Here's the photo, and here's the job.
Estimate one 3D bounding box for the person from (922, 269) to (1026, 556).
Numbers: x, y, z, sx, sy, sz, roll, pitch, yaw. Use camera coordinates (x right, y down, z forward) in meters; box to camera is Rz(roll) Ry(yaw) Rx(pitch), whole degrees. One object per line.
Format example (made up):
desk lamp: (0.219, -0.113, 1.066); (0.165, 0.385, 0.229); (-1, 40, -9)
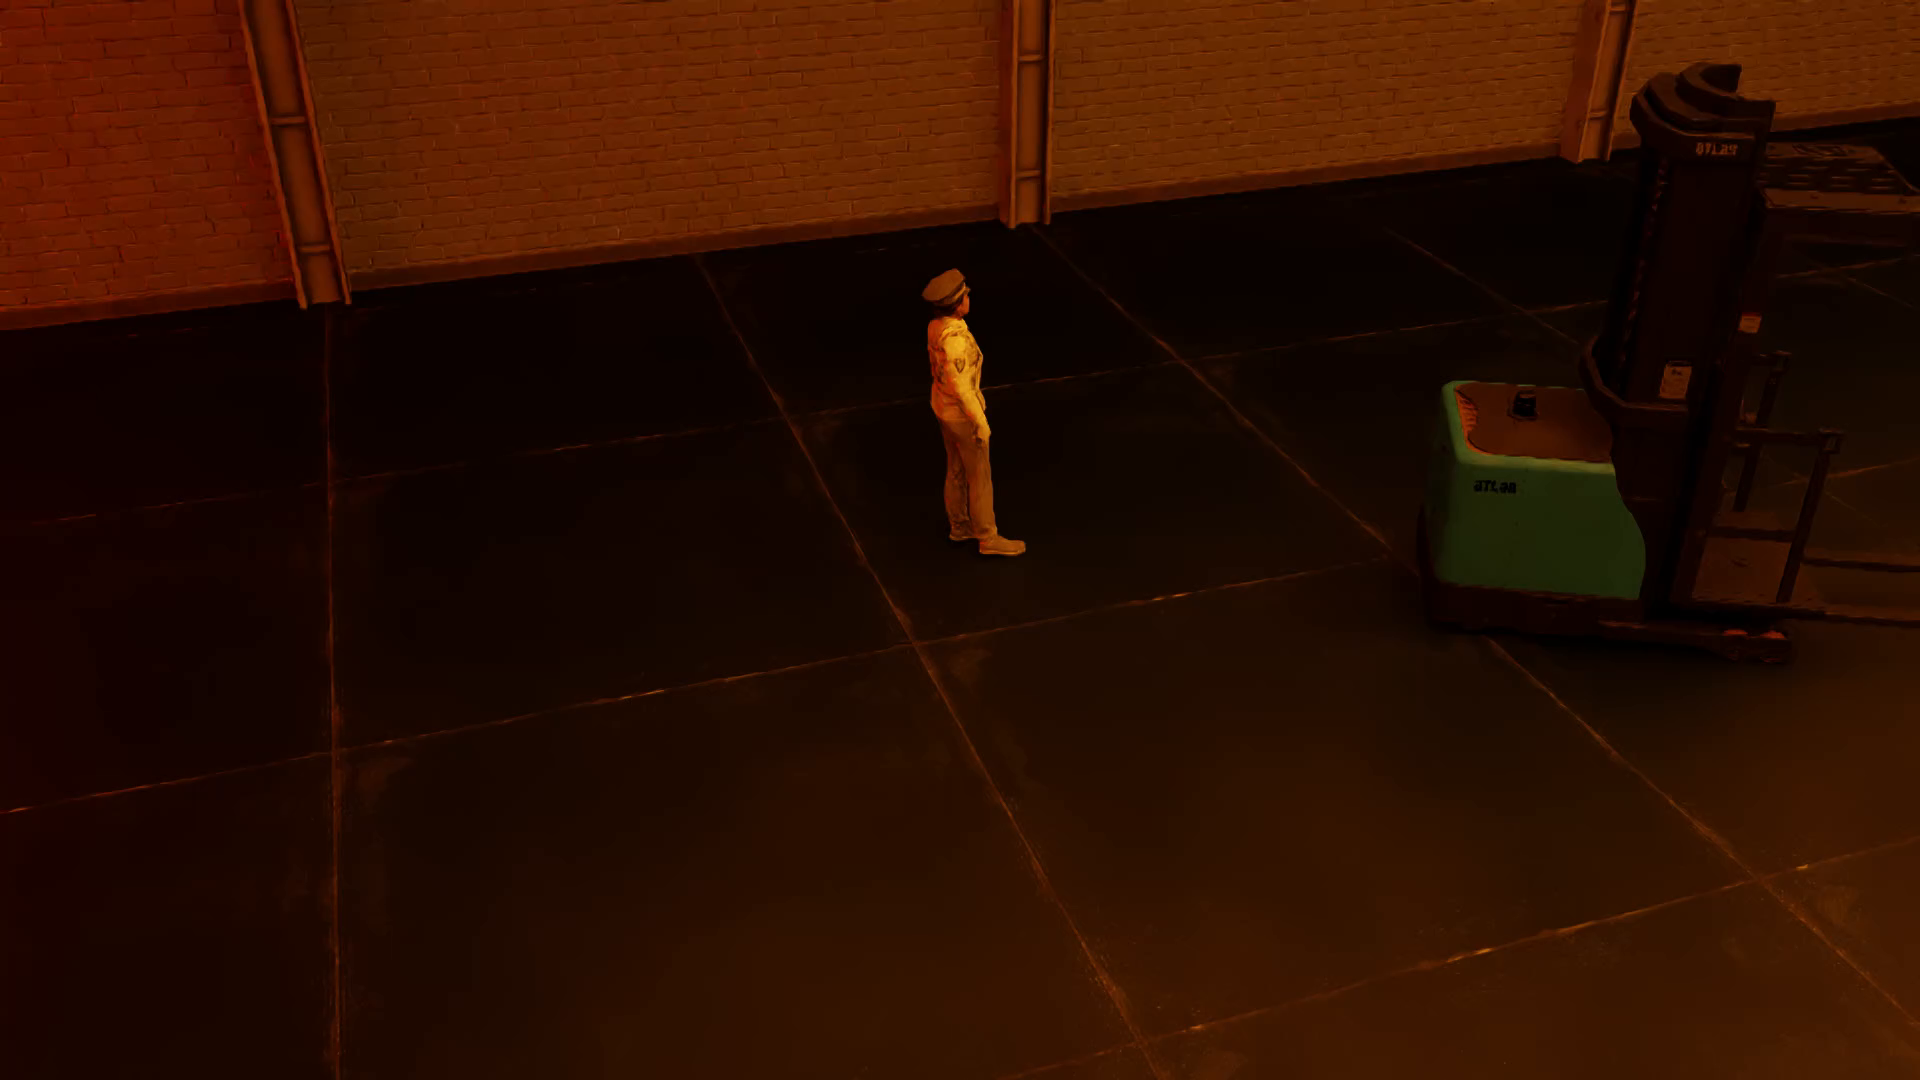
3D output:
person: (0.067, -0.748, 9.613); (0.533, 1.695, 0.586); (-10, 31, -16)

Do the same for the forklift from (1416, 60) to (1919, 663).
forklift: (4.145, -0.901, 8.653); (3.031, 2.935, 1.130); (5, 30, 8)
